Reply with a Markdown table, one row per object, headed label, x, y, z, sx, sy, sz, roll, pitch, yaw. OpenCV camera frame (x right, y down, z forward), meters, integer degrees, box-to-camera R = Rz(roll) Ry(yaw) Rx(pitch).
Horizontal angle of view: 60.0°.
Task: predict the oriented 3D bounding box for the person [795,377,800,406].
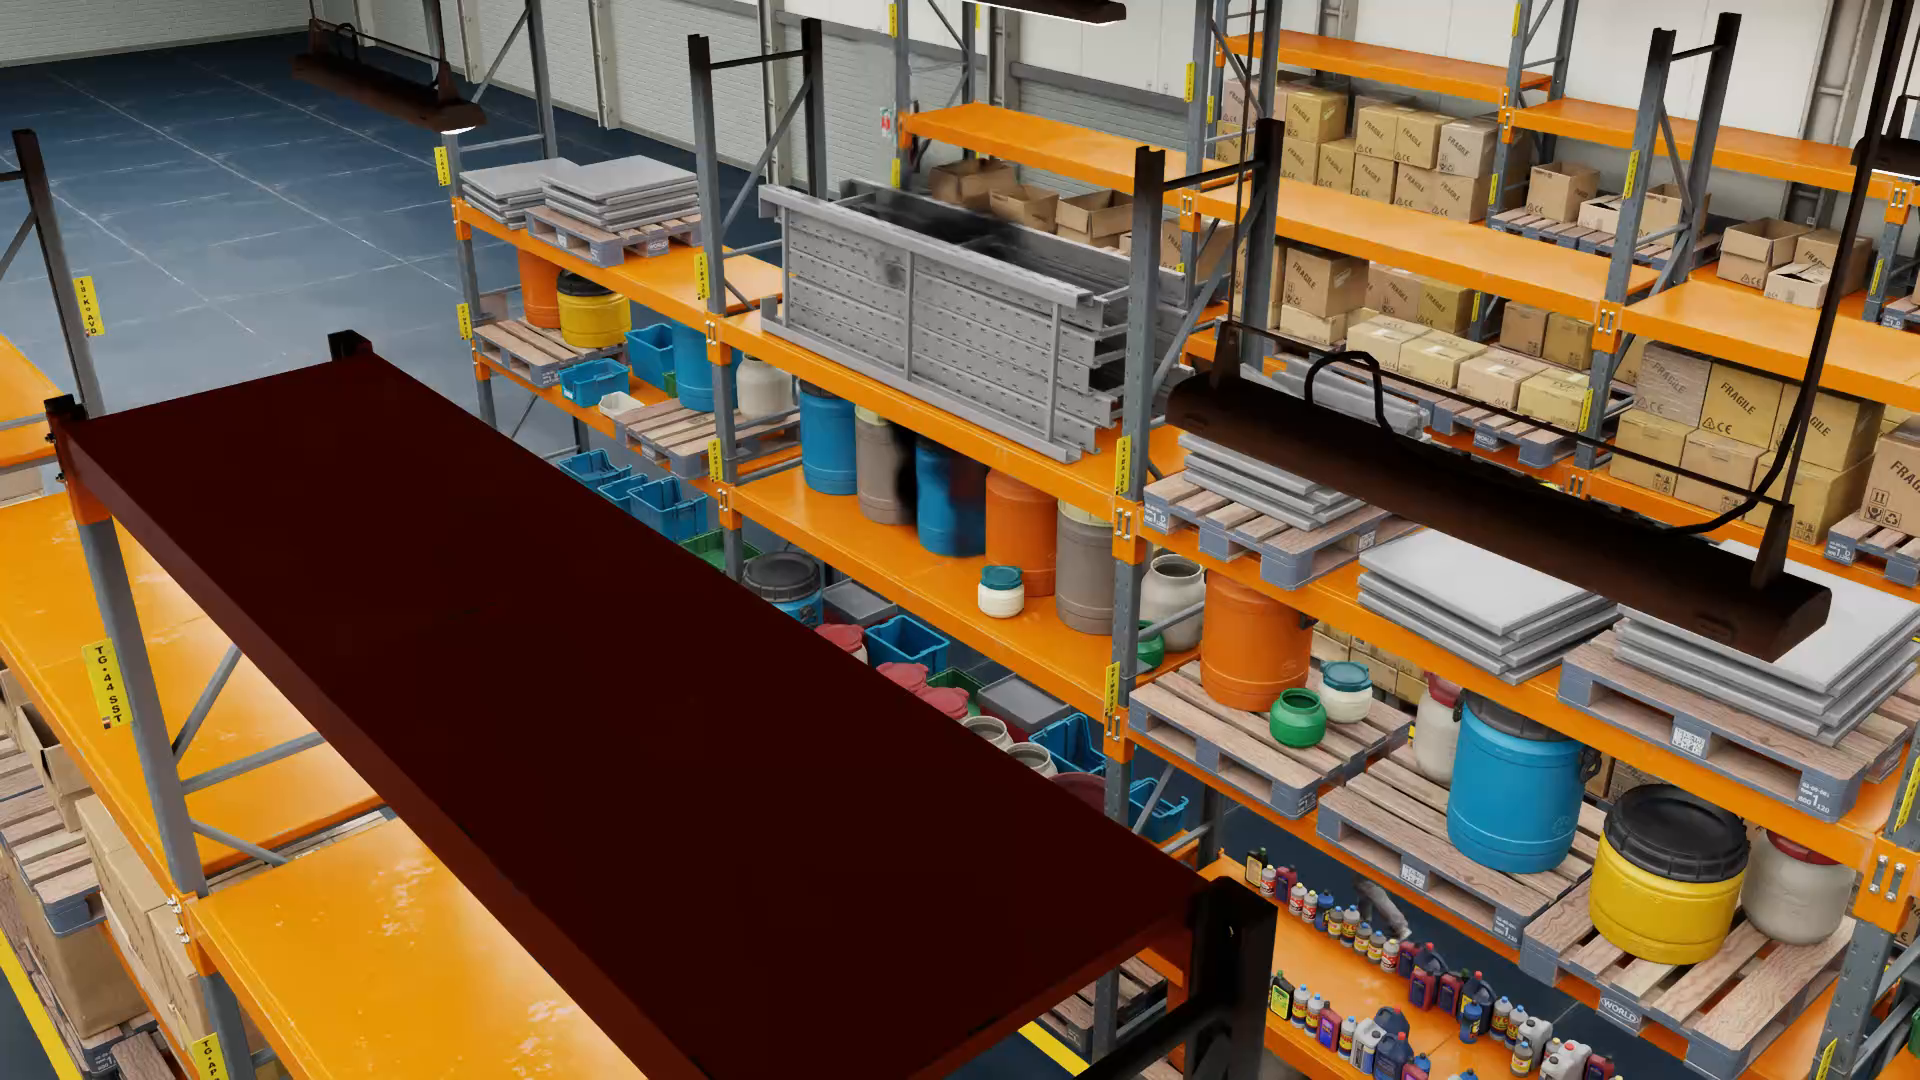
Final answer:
| label | x | y | z | sx | sy | sz | roll | pitch | yaw |
| --- | --- | --- | --- | --- | --- | --- | --- | --- | --- |
| person | -1.689 | -2.144 | 19.926 | 0.762 | 1.704 | 0.559 | -6 | 27 | -11 |

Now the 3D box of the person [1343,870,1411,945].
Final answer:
| label | x | y | z | sx | sy | sz | roll | pitch | yaw |
| --- | --- | --- | --- | --- | --- | --- | --- | --- | --- |
| person | 2.874 | 2.061 | 11.189 | 0.541 | 1.574 | 0.619 | -19 | 32 | -32 |

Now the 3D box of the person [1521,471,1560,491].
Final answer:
| label | x | y | z | sx | sy | sz | roll | pitch | yaw |
| --- | --- | --- | --- | --- | --- | --- | --- | --- | --- |
| person | 5.300 | 0.034 | 15.614 | 0.688 | 1.733 | 0.622 | -21 | 33 | -35 |
